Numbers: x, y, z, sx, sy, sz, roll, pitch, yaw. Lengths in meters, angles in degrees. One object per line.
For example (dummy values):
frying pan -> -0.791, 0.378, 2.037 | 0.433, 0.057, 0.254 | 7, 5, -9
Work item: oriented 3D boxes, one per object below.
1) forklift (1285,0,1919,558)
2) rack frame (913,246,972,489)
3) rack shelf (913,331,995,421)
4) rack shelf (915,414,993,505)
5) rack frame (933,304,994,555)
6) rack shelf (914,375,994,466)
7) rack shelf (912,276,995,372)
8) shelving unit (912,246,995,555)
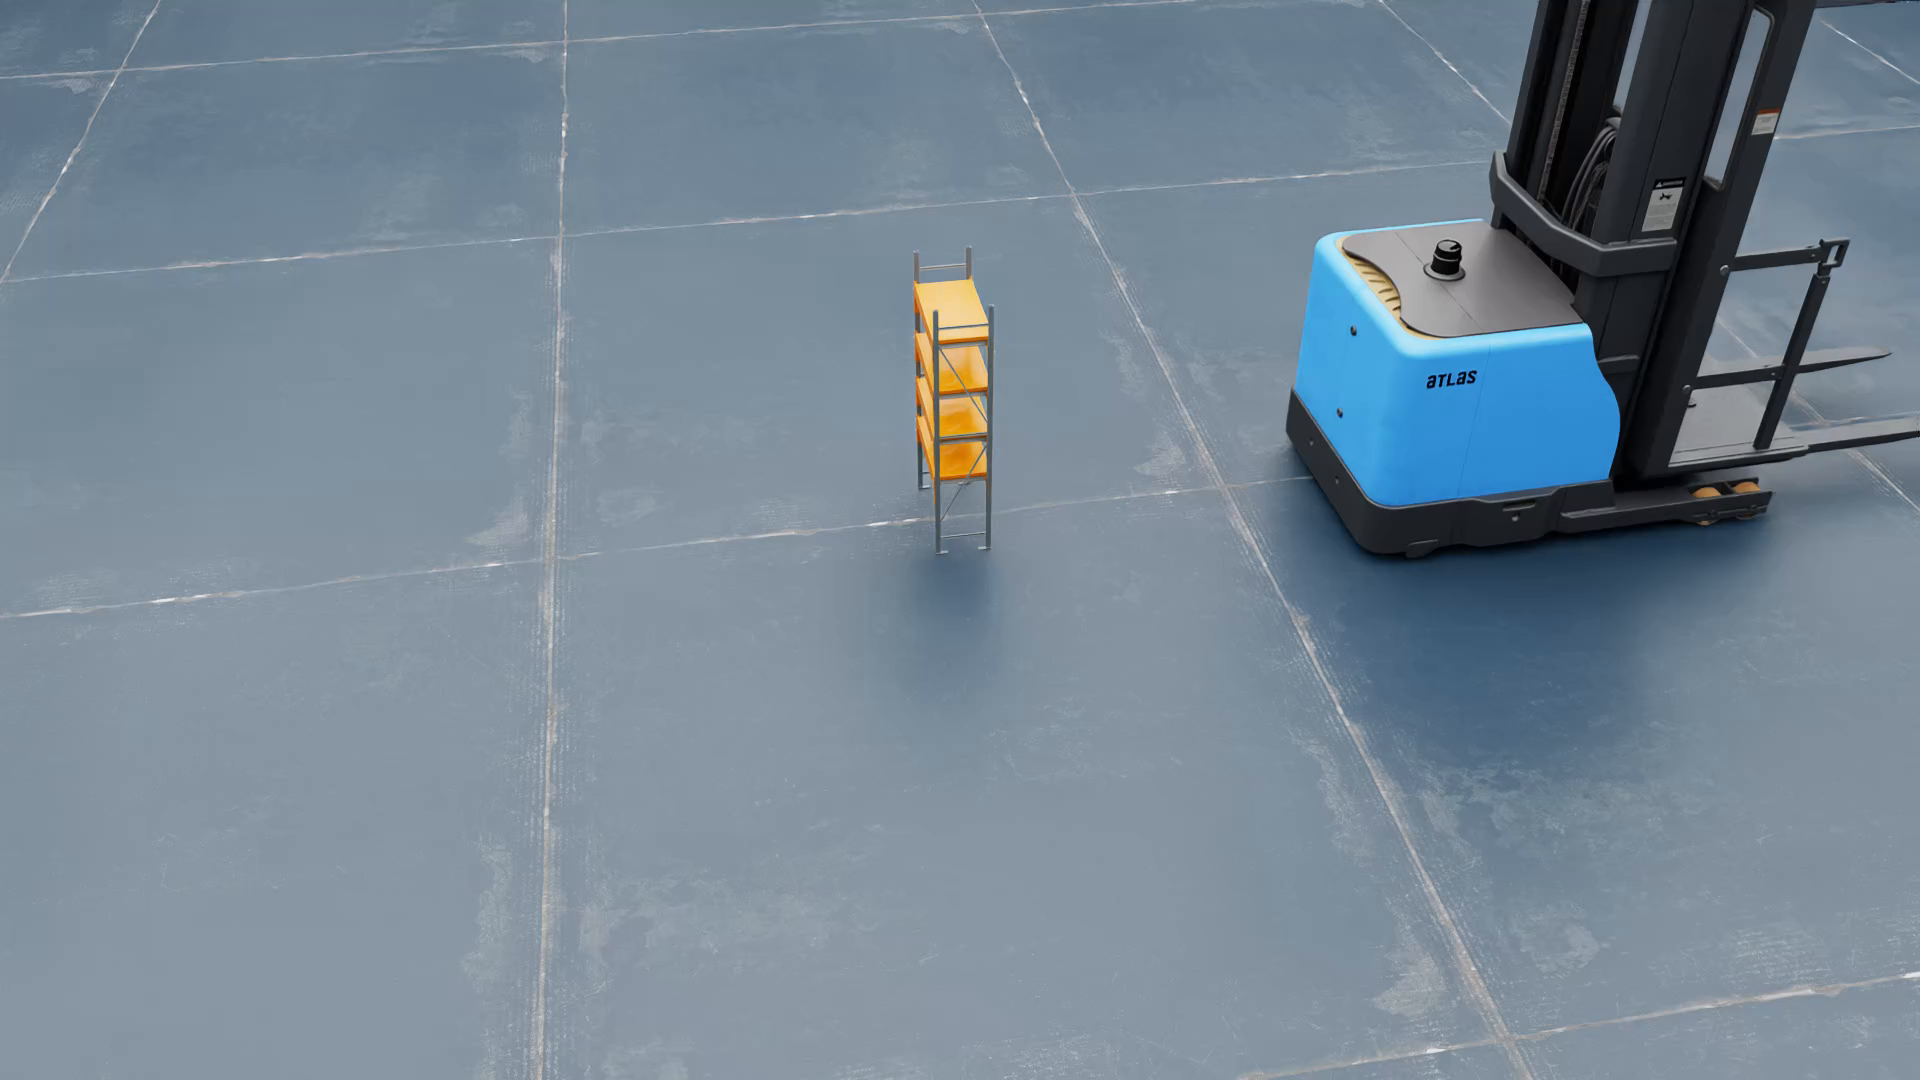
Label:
forklift -> 3.095, -1.534, 6.836 | 3.031, 2.935, 1.130 | -7, 38, -9
rack frame -> -0.072, -0.721, 7.200 | 0.240, 1.200, 0.015 | -6, 38, -8
rack shelf -> -0.029, -0.697, 6.915 | 0.258, 0.148, 0.480 | -6, 38, -8
rack shelf -> -0.029, -0.364, 7.174 | 0.258, 0.148, 0.480 | -6, 38, -8
rack frame -> 0.014, -0.426, 6.821 | 0.240, 1.200, 0.015 | -6, 38, -8
rack shelf -> -0.029, -0.521, 7.052 | 0.258, 0.148, 0.480 | -6, 38, -8
rack shelf -> -0.029, -0.884, 6.770 | 0.258, 0.148, 0.480 | -6, 38, -8
shelving unit -> -0.029, -0.574, 7.011 | 0.258, 1.200, 0.503 | -6, 38, -8
